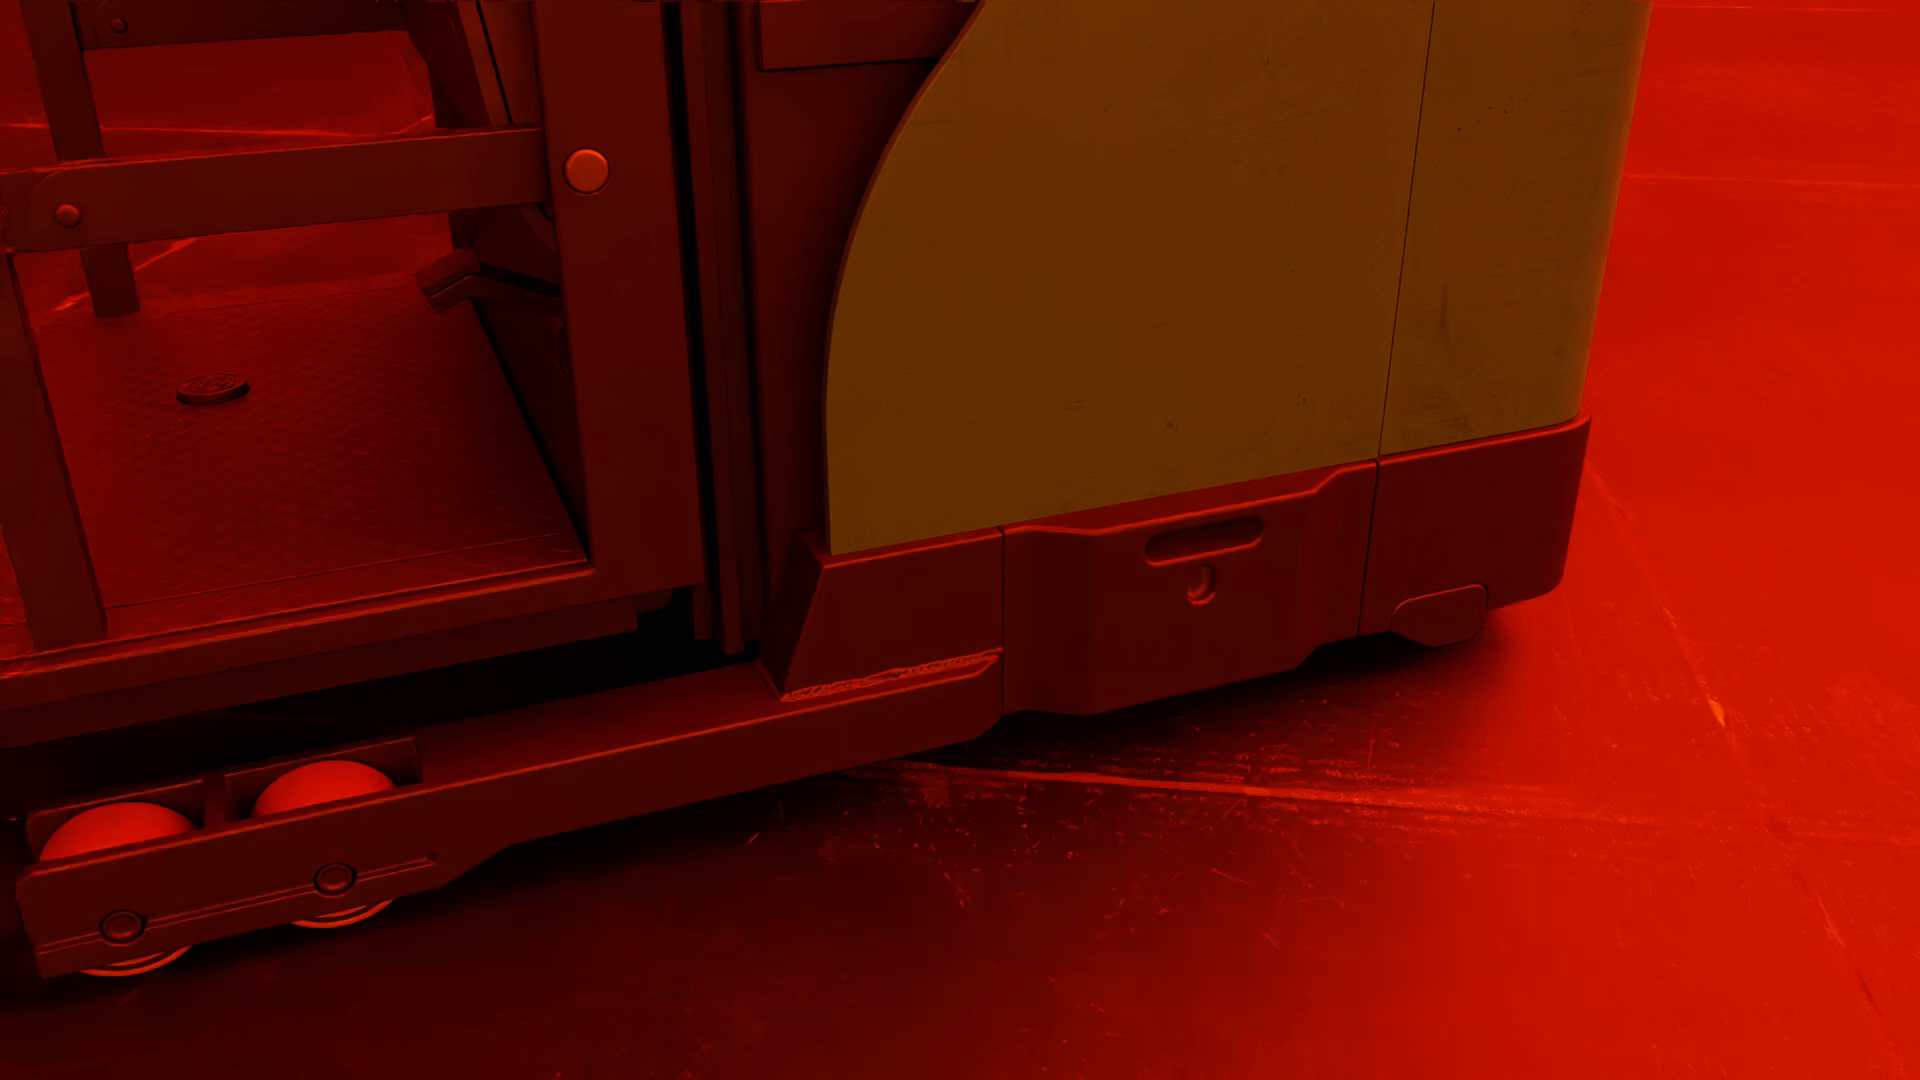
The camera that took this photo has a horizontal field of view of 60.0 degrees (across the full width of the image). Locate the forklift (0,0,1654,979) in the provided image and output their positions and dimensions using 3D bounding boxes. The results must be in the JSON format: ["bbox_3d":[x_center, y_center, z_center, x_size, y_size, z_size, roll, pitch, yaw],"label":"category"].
[{"bbox_3d":[-0.750,-1.150,1.522,3.031,2.935,1.130,-10,28,-20],"label":"forklift"}]
